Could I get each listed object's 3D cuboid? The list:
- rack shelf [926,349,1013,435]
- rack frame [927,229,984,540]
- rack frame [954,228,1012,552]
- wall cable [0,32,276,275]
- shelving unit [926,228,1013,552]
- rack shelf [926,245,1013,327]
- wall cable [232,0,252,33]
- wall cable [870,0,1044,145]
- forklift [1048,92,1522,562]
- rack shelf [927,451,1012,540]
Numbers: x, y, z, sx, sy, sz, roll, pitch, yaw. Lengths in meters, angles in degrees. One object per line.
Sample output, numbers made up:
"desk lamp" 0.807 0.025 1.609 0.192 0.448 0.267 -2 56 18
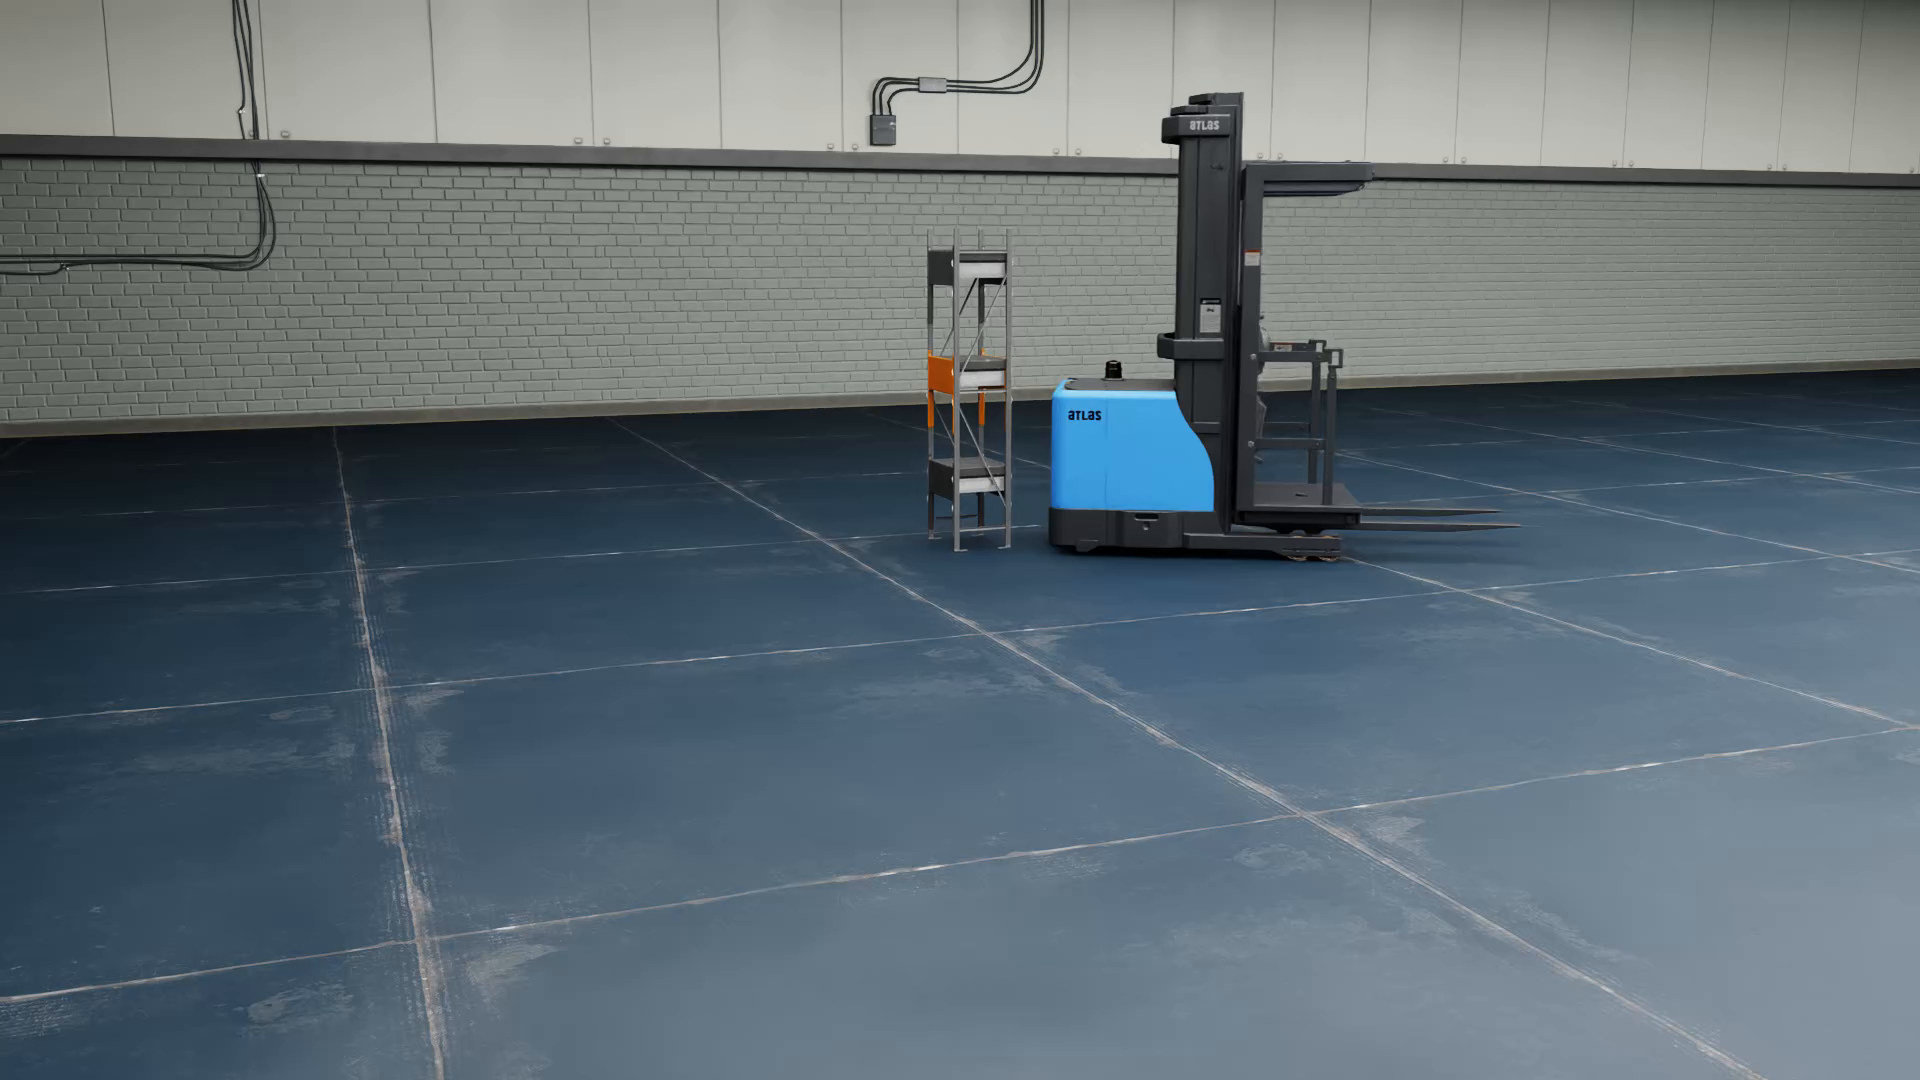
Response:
"rack shelf" 0.060 -0.993 11.087 0.431 0.518 0.480 -4 11 -21
"rack frame" -0.028 -1.047 11.308 0.400 2.100 0.015 -4 11 -21
"rack frame" 0.148 -0.967 10.860 0.400 2.100 0.015 -4 11 -21
"wall cable" -8.853 -4.046 17.337 3.097 2.526 0.112 -4 11 -21
"shelving unit" 0.060 -1.007 11.084 0.431 2.100 0.503 -4 11 -21
"rack shelf" 0.060 -1.683 10.964 0.431 0.518 0.480 -4 11 -21
"wall cable" -6.332 -6.704 17.860 3.097 2.526 0.112 -4 11 -21
"wall cable" 0.001 -7.849 20.140 2.305 6.003 0.169 -4 11 -21
"forklift" 2.134 -1.401 10.930 3.031 2.935 1.130 1 10 6
"rack shelf" 0.060 -0.304 11.209 0.431 0.518 0.480 -4 11 -21
